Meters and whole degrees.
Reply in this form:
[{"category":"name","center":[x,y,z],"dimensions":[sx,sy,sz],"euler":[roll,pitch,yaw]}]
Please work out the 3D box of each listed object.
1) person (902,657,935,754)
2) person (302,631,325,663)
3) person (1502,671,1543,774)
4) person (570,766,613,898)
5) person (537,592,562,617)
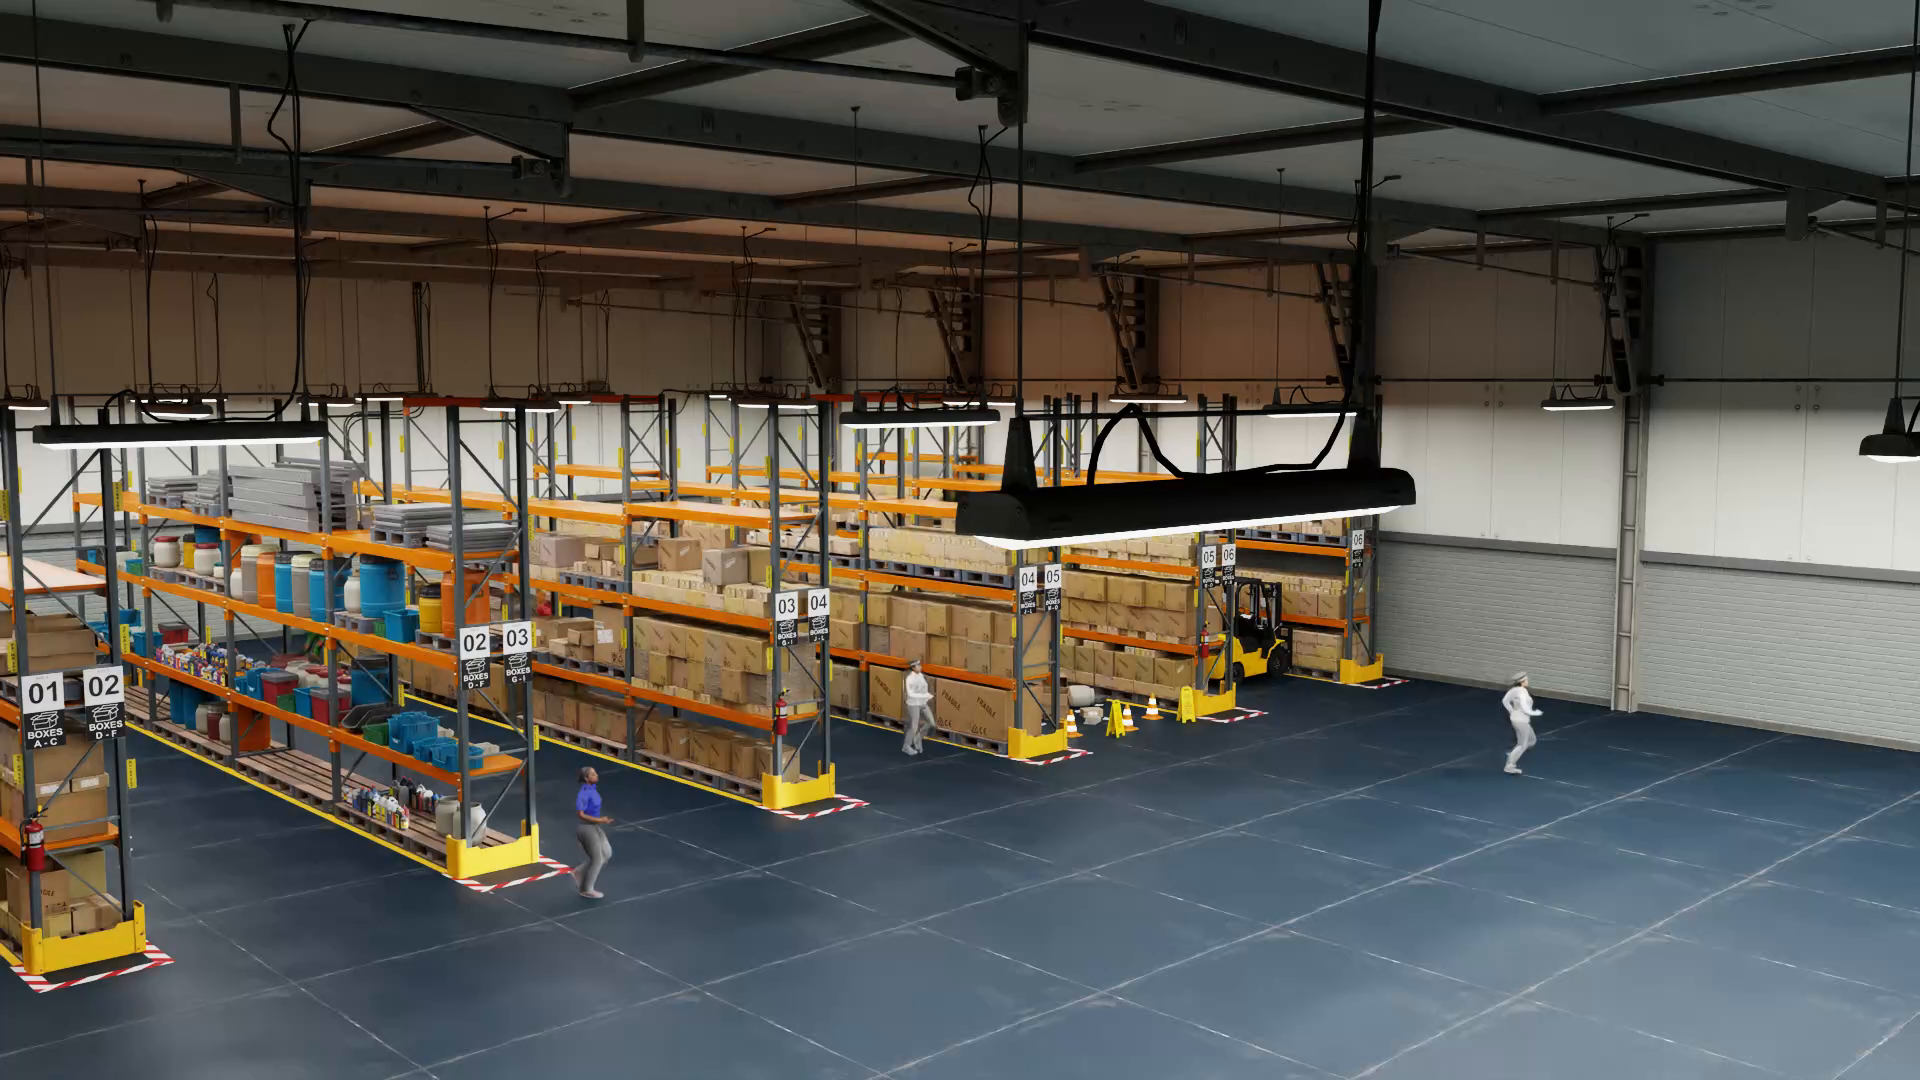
[{"category":"person","center":[-0.688,2.783,27.974],"dimensions":[0.631,1.661,0.587],"euler":[4,7,34]},{"category":"person","center":[-14.440,1.853,37.278],"dimensions":[0.704,1.799,0.621],"euler":[-3,6,-30]},{"category":"person","center":[9.041,2.919,26.684],"dimensions":[0.584,1.660,0.595],"euler":[0,6,3]},{"category":"person","center":[-4.499,3.572,20.357],"dimensions":[0.555,1.629,0.611],"euler":[0,6,-1]},{"category":"person","center":[-8.973,1.983,36.496],"dimensions":[0.681,1.677,0.641],"euler":[-4,7,-37]}]
